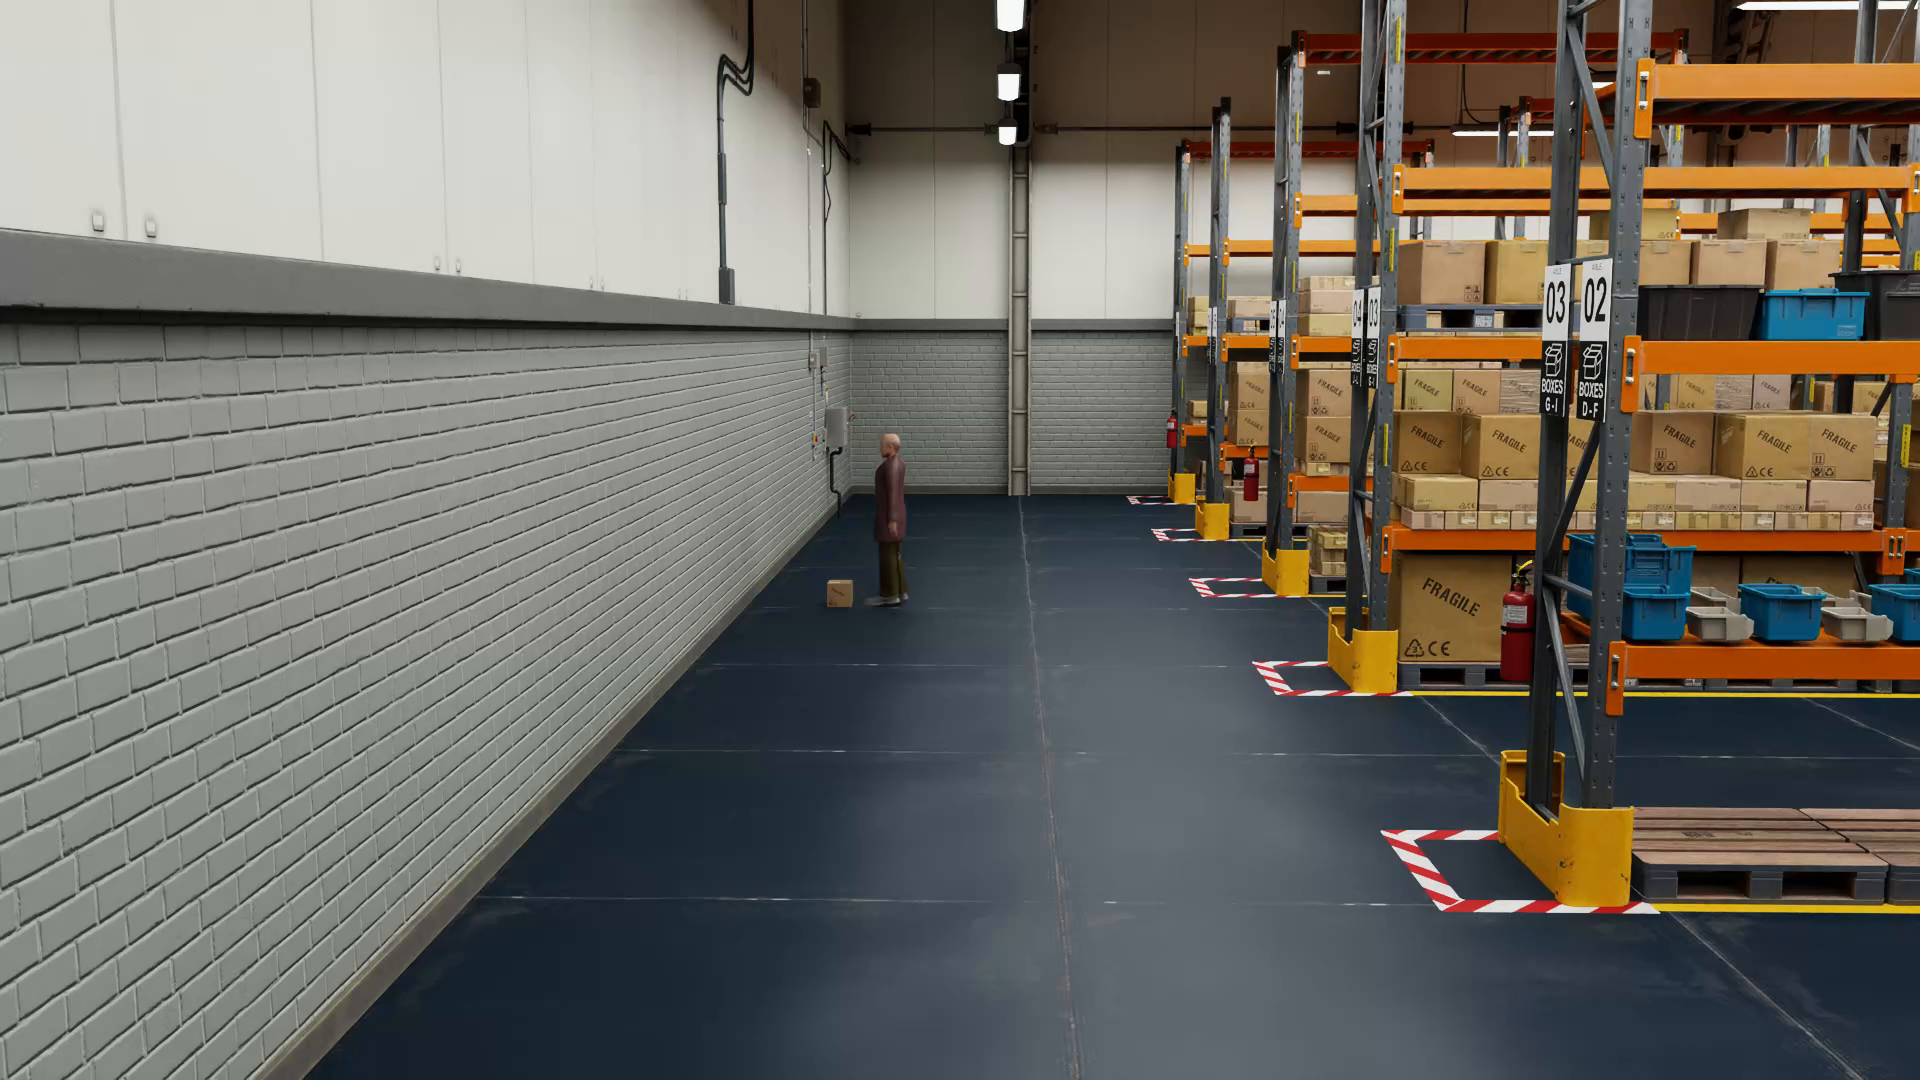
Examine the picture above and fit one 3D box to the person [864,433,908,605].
[{"bbox_3d":[-0.771,-0.223,17.417,0.441,1.795,0.672,1,7,9],"label":"person"}]
